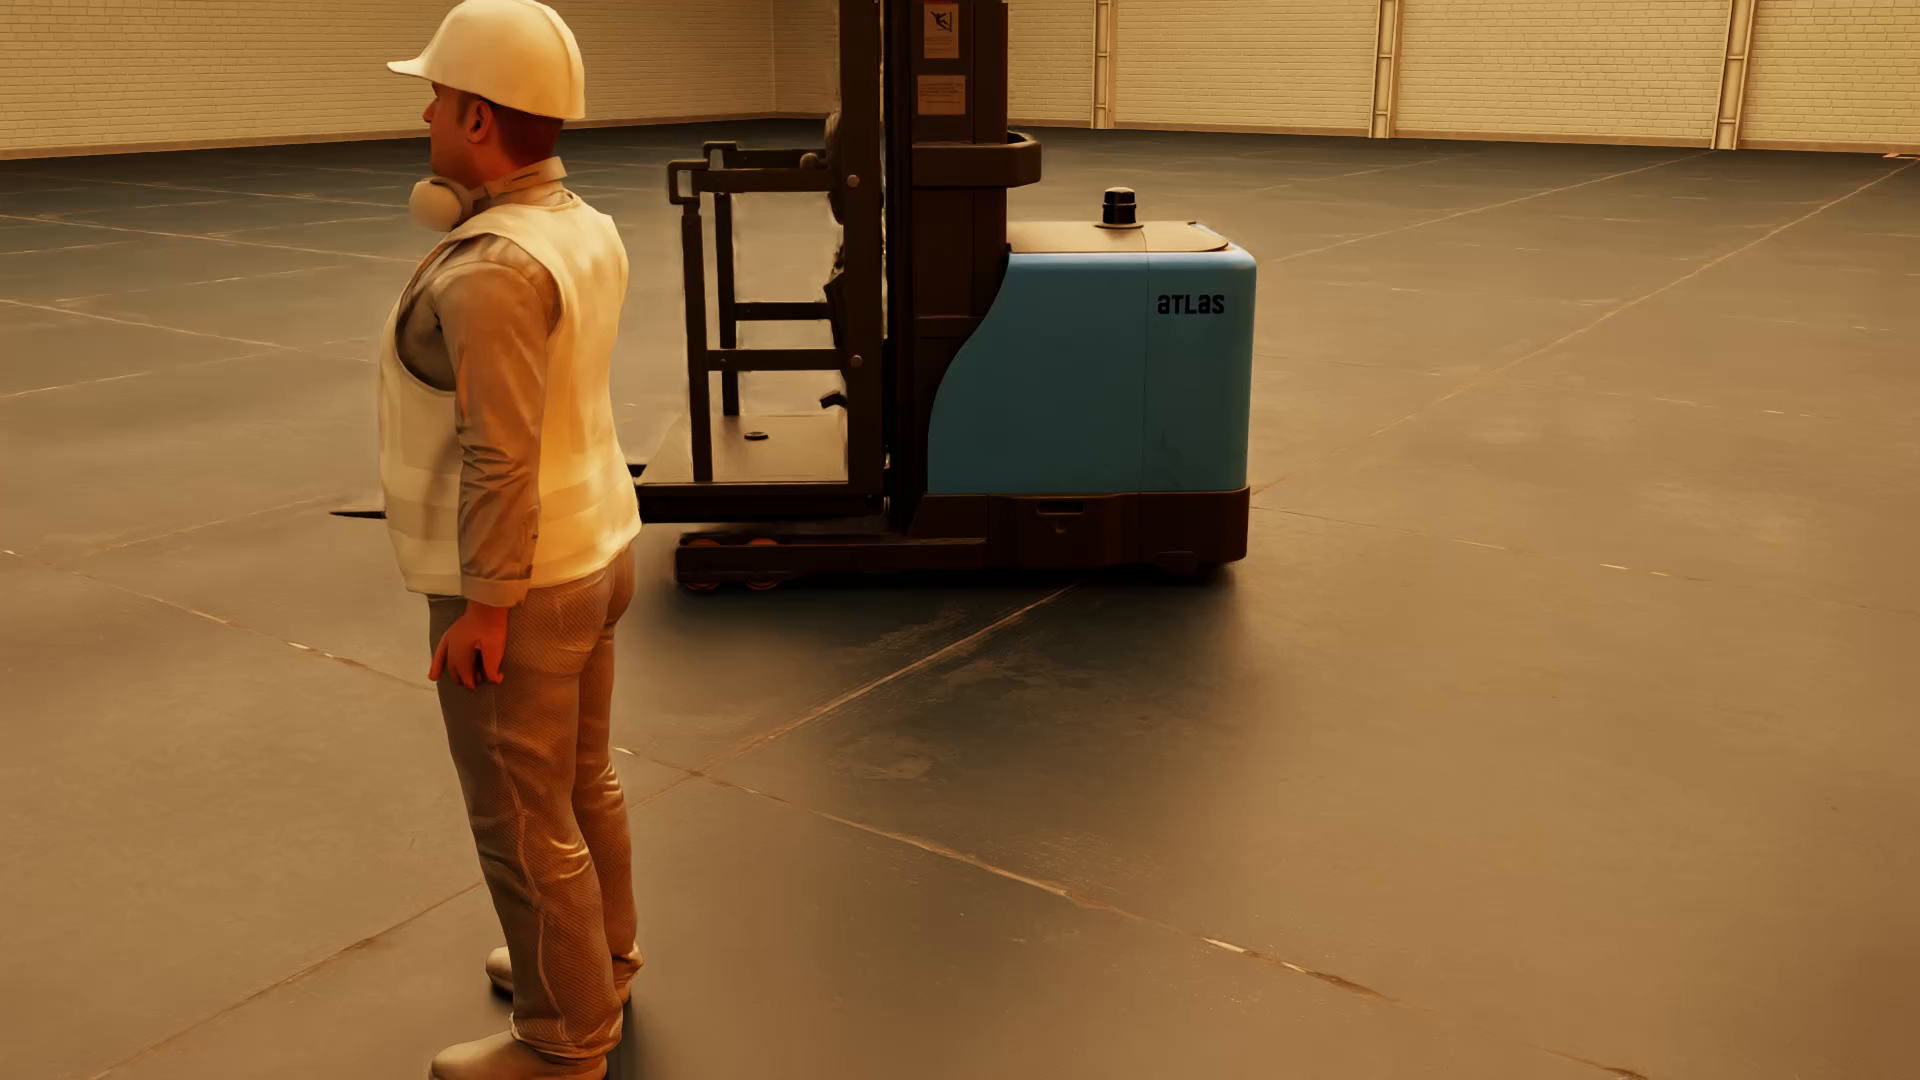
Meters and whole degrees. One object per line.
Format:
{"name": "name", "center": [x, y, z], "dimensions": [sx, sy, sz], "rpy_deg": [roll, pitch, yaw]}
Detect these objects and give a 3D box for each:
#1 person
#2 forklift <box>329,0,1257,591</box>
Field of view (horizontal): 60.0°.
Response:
{"name": "person", "center": [-0.723, 0.047, 2.697], "dimensions": [0.375, 1.776, 0.525], "rpy_deg": [1, 17, 3]}
{"name": "forklift", "center": [-0.578, -1.394, 5.493], "dimensions": [3.031, 2.935, 1.130], "rpy_deg": [-1, 17, -2]}
